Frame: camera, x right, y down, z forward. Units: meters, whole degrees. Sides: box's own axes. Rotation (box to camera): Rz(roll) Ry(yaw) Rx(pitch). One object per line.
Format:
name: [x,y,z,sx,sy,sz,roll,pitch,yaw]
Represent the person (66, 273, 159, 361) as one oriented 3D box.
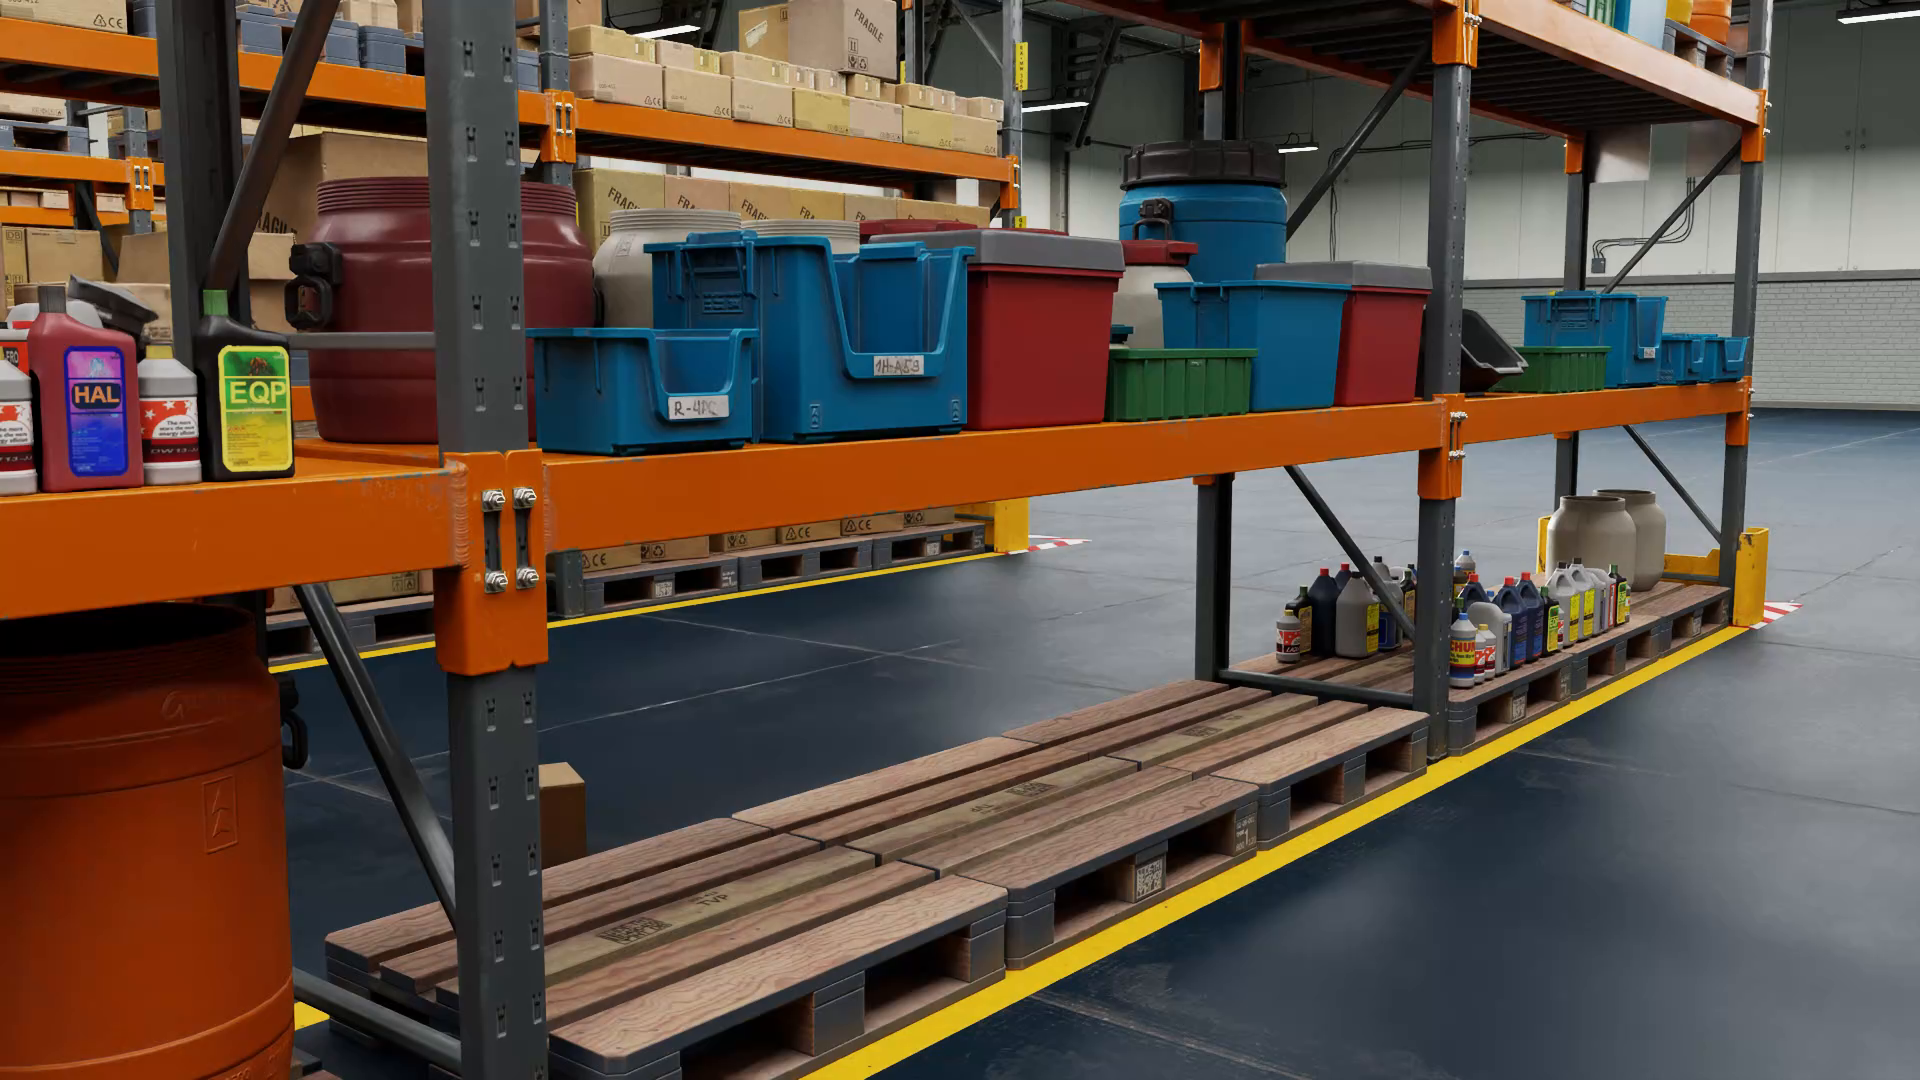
person: [-2.515,0.115,4.743,0.694,1.735,0.486,-2,7,-14]
